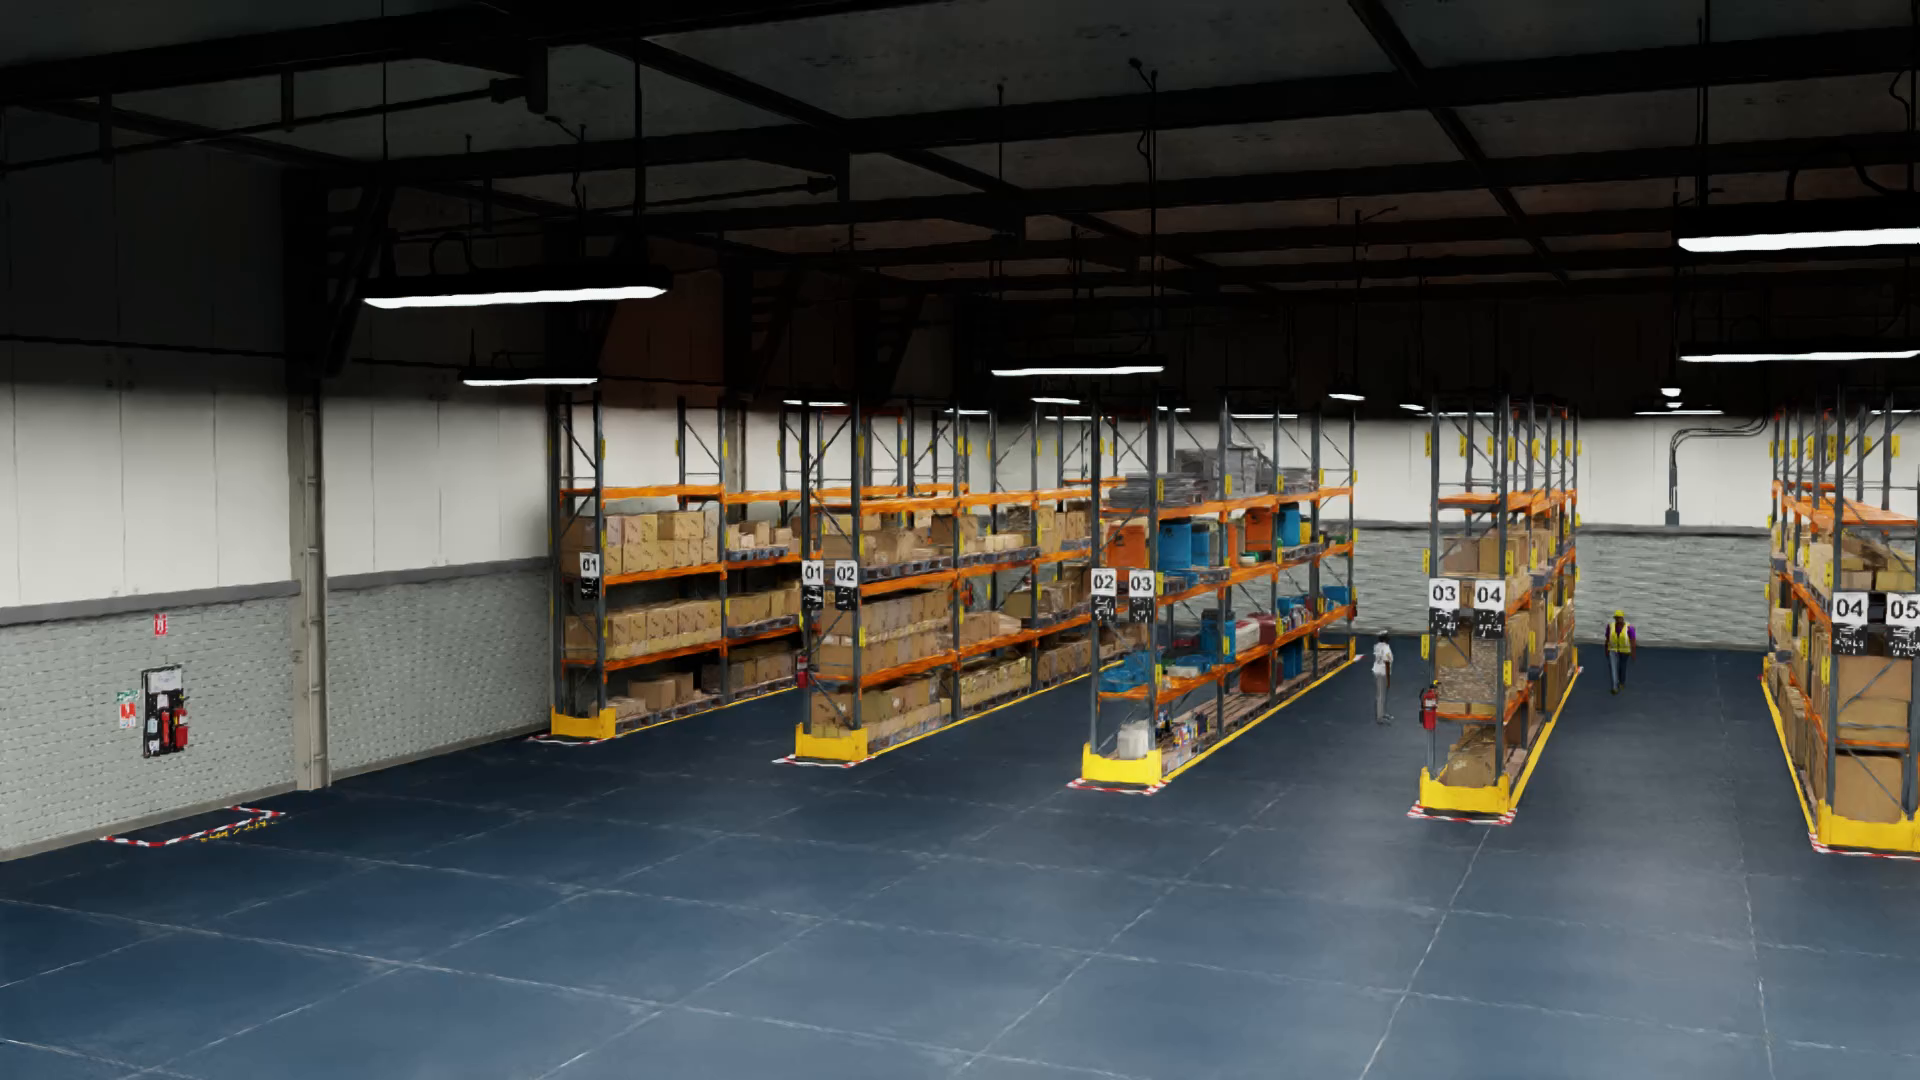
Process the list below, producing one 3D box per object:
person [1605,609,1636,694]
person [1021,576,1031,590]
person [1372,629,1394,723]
[{"bbox_3d":[13.501,2.268,34.004,0.589,1.716,1.043,1,3,22],"label":"person"},{"bbox_3d":[1.831,1.749,44.323,0.639,1.588,0.531,-2,4,-29],"label":"person"},{"bbox_3d":[7.759,2.475,30.398,0.416,1.679,0.507,0,3,-8],"label":"person"}]
